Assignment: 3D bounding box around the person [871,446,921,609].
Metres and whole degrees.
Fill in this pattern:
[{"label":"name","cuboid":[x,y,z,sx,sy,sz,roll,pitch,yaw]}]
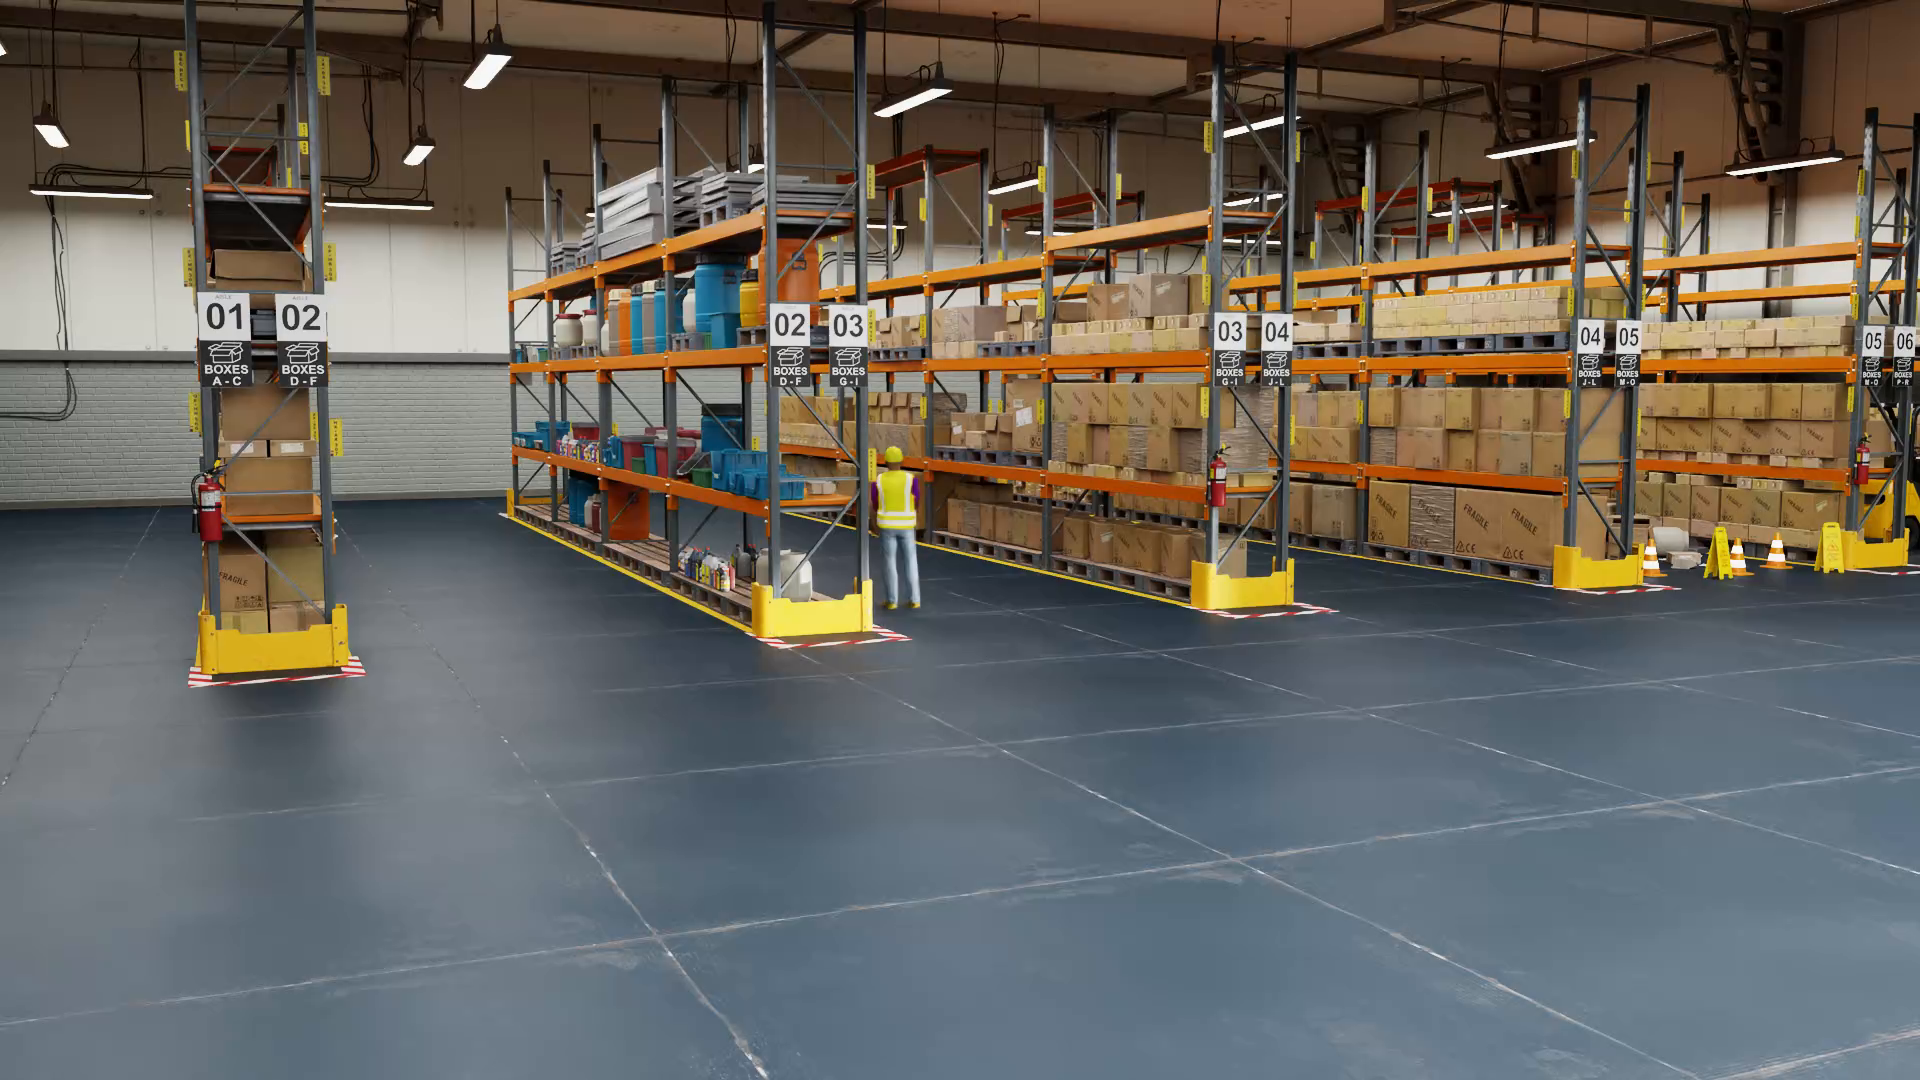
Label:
[{"label":"person","cuboid":[-0.691,-0.143,18.125,0.537,1.771,0.538,0,5,2]}]
